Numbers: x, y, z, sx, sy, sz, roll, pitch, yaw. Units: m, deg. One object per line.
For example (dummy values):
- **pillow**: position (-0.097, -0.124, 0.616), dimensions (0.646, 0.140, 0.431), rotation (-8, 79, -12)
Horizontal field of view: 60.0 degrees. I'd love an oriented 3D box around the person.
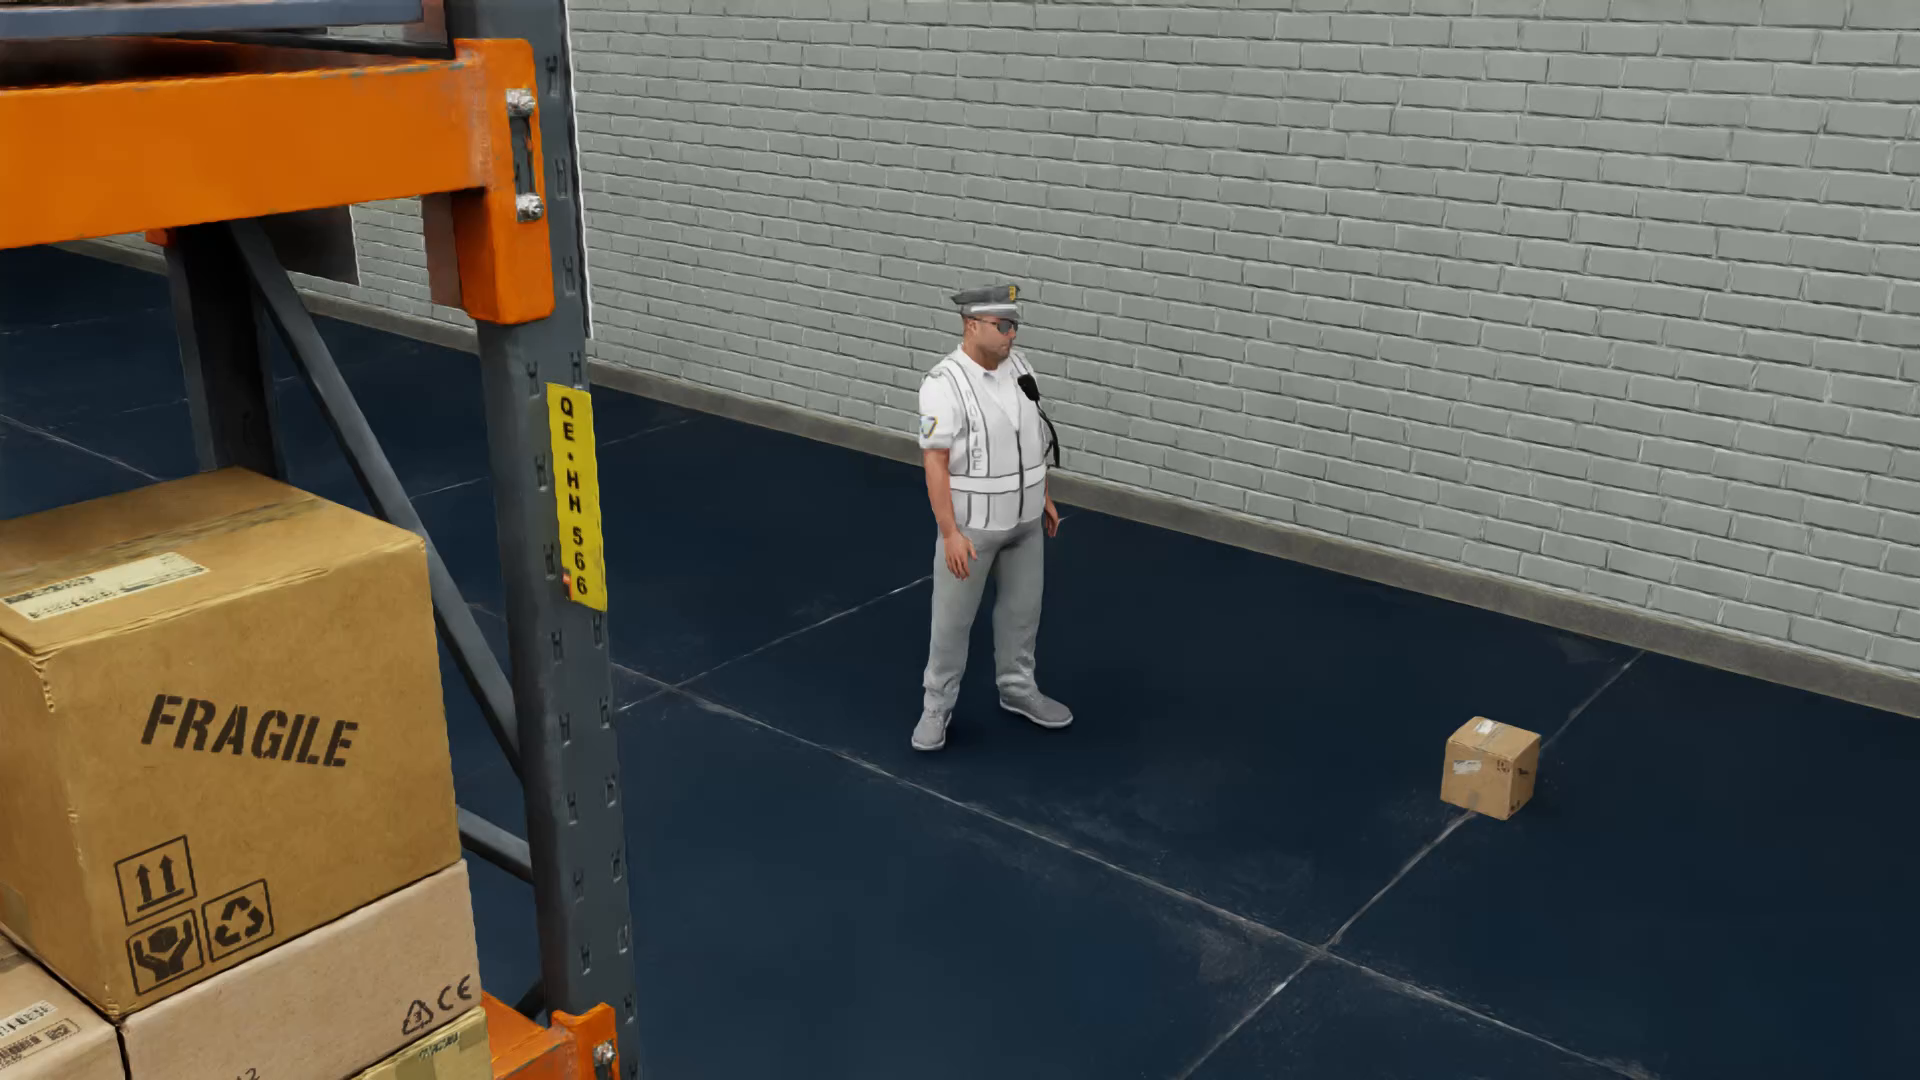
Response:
- **person**: position (0.105, -0.091, 6.234), dimensions (0.690, 1.770, 0.398), rotation (-15, 25, -35)
